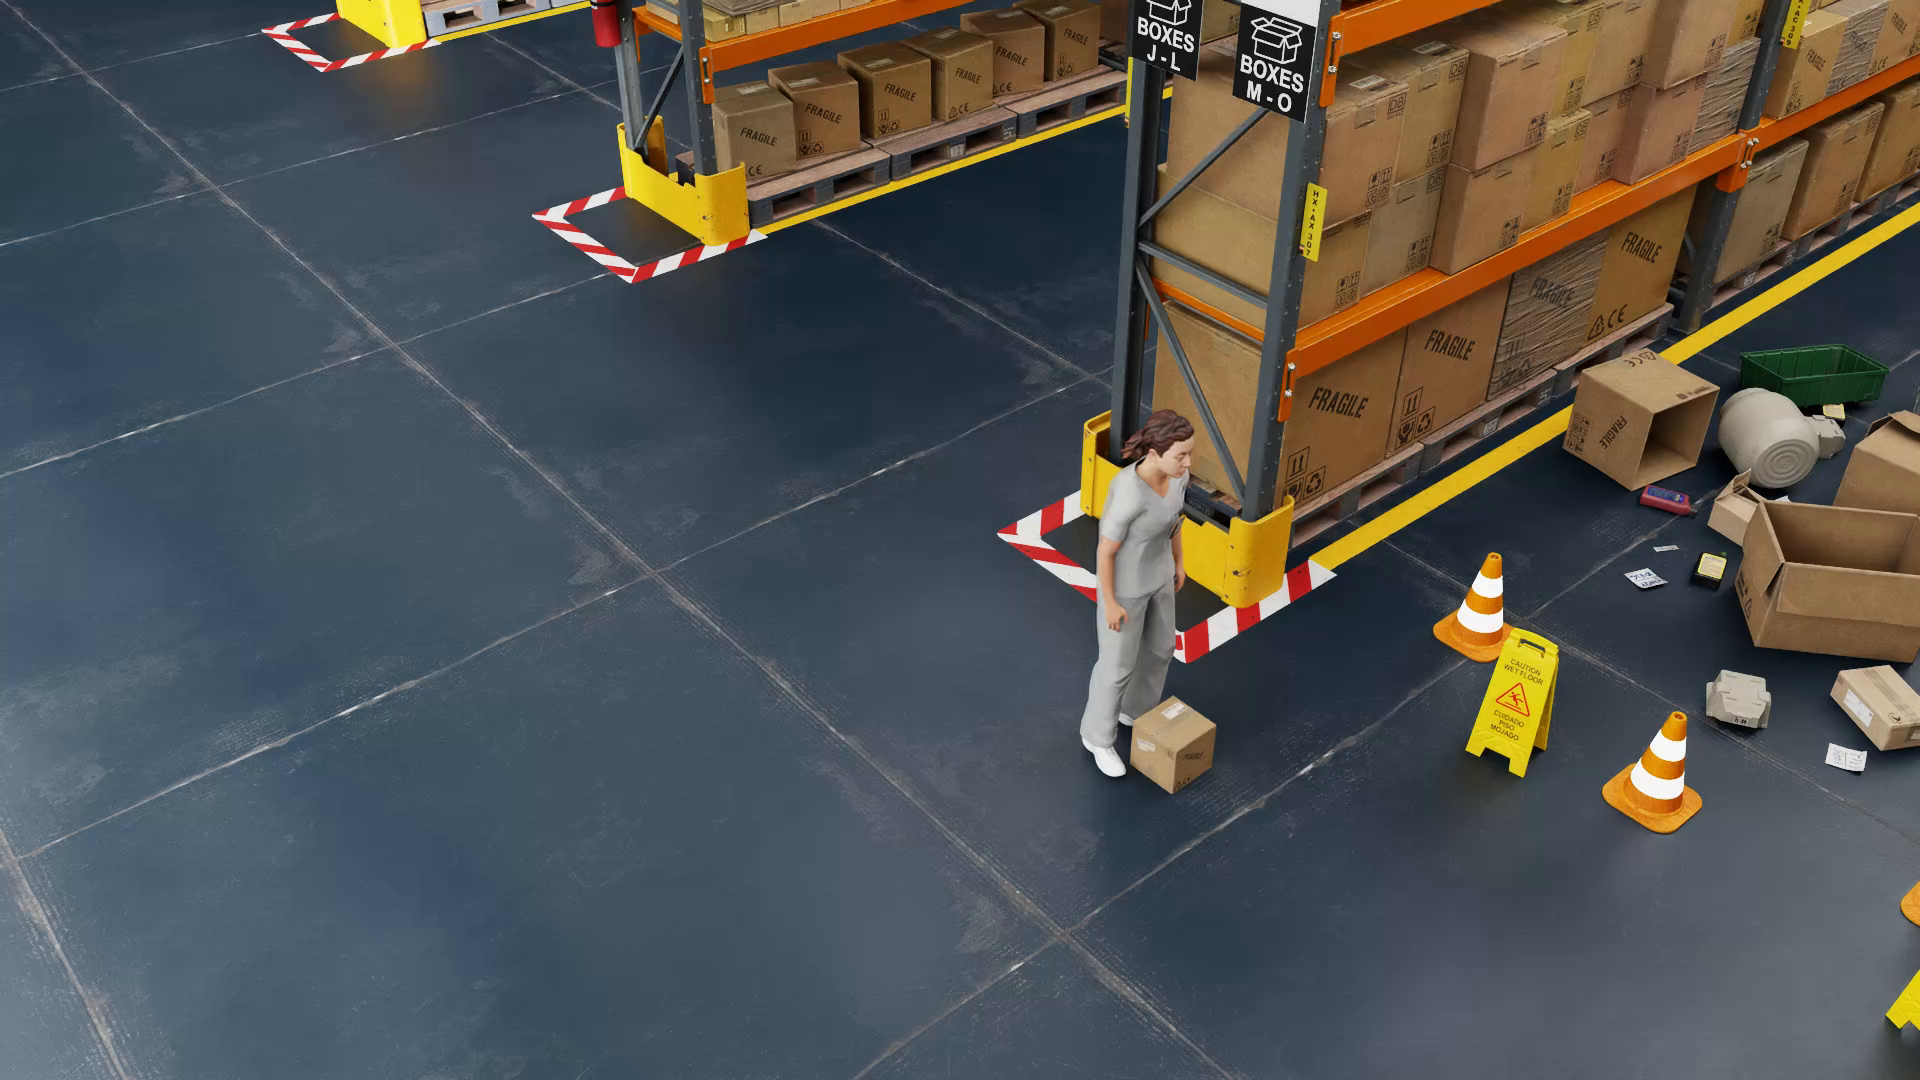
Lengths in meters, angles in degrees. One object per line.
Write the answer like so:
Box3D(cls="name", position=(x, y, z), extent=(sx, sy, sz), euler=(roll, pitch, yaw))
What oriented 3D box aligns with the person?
Box3D(cls="person", position=(0.742, 0.187, 6.822), extent=(0.514, 1.672, 0.355), euler=(-29, 45, -34))
